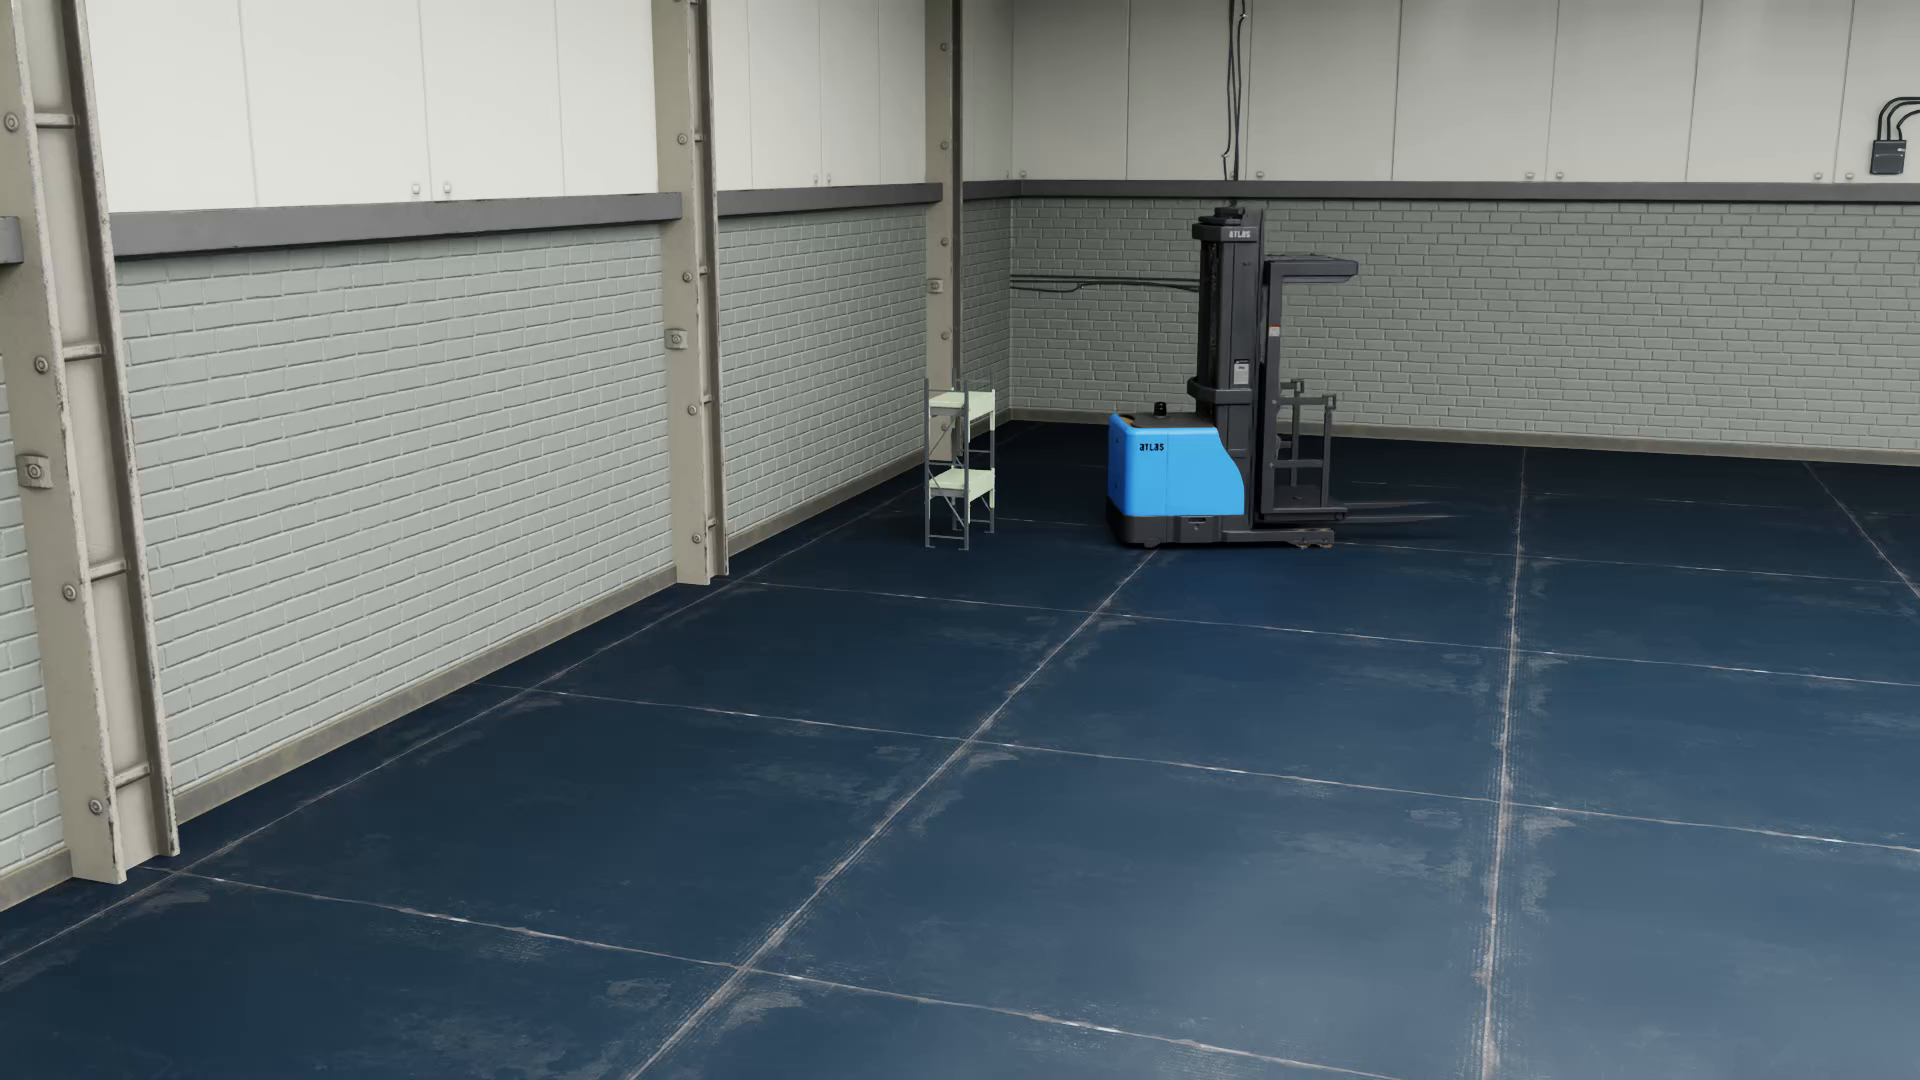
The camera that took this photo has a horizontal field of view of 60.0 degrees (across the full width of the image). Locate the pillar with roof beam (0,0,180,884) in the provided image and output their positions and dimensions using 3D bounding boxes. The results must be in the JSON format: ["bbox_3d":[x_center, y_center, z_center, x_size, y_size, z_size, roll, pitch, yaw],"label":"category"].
[{"bbox_3d":[0.014,-2.502,5.729,9.100,9.000,0.400,4,14,18],"label":"pillar with roof beam"}]

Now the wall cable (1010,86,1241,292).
[{"bbox_3d":[2.027,-4.350,20.803,3.097,2.526,0.112,4,14,18],"label":"wall cable"}]

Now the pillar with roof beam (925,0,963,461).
[{"bbox_3d":[3.896,-5.029,16.799,9.100,9.000,0.400,4,14,18],"label":"pillar with roof beam"}]

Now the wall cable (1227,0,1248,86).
[{"bbox_3d":[4.587,-6.618,19.387,3.097,2.526,0.112,4,14,18],"label":"wall cable"}]

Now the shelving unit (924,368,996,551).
[{"bbox_3d":[0.002,-0.733,14.827,0.431,1.500,0.755,4,14,18],"label":"shelving unit"}]

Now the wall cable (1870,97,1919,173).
[{"bbox_3d":[11.005,-6.835,17.070,2.305,6.003,0.169,4,14,18],"label":"wall cable"}]

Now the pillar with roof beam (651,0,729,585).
[{"bbox_3d":[1.955,-3.766,11.264,9.100,9.000,0.400,4,14,18],"label":"pillar with roof beam"}]

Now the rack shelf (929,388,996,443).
[{"bbox_3d":[0.002,-1.113,14.740,0.431,0.370,0.720,4,14,18],"label":"rack shelf"}]

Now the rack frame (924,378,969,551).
[{"bbox_3d":[-0.116,-0.656,14.490,0.400,1.500,0.023,4,14,18],"label":"rack frame"}]

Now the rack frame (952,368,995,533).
[{"bbox_3d":[0.121,-0.810,15.165,0.400,1.500,0.023,4,14,18],"label":"rack frame"}]

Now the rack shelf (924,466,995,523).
[{"bbox_3d":[0.002,-0.415,14.900,0.431,0.370,0.720,4,14,18],"label":"rack shelf"}]

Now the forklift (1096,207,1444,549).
[{"bbox_3d":[2.808,-1.470,14.844,3.031,2.935,1.130,-1,13,-4],"label":"forklift"}]
